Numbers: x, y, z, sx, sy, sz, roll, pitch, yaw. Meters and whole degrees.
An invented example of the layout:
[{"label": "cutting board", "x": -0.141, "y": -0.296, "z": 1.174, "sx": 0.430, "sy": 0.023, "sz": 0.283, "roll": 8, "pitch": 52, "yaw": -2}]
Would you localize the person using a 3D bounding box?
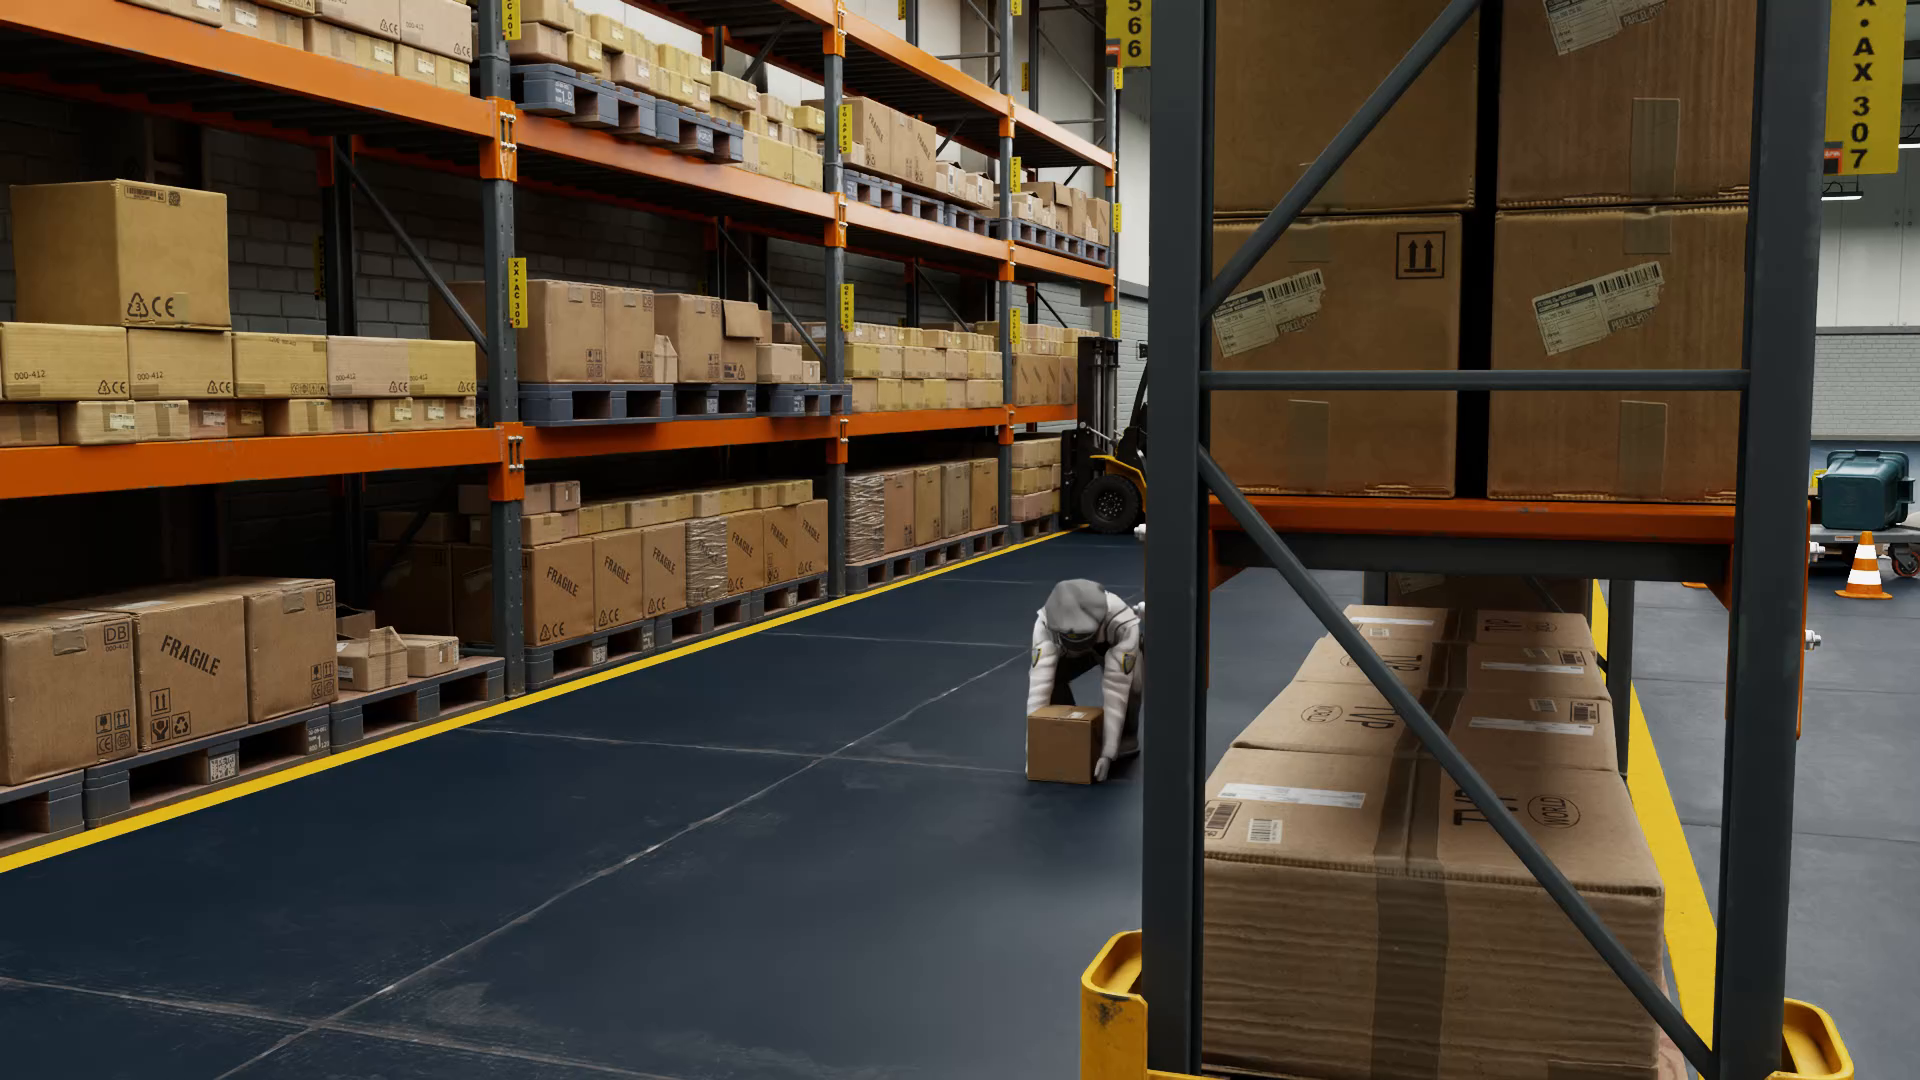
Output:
[{"label": "person", "x": 0.516, "y": 0.528, "z": 6.675, "sx": 0.456, "sy": 0.819, "sz": 0.899, "roll": 2, "pitch": 6, "yaw": 17}]
